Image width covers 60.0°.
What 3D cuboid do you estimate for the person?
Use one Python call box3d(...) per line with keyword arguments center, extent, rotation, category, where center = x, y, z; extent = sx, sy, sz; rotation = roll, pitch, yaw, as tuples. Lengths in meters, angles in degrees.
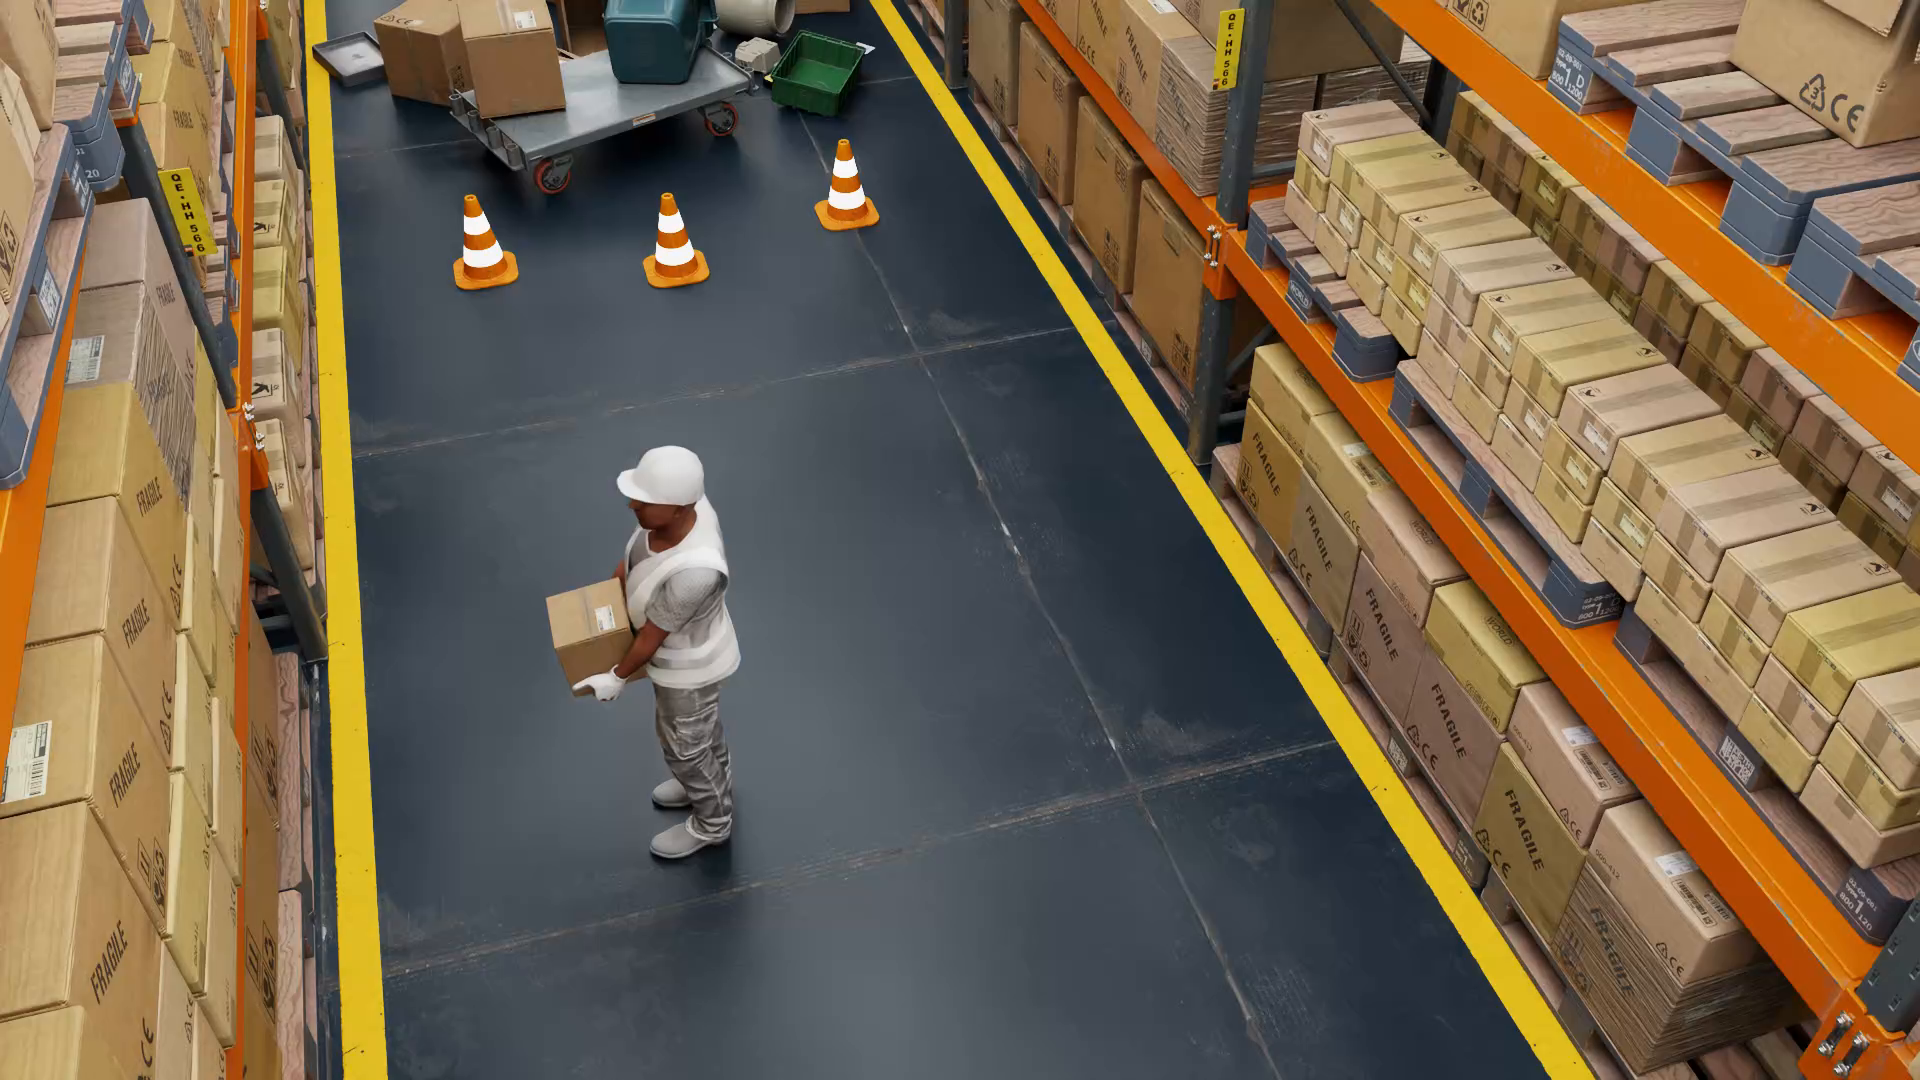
box3d(center=(-1.043, 0.413, 5.685), extent=(0.573, 1.781, 0.489), rotation=(-11, 43, -12), category="person")
